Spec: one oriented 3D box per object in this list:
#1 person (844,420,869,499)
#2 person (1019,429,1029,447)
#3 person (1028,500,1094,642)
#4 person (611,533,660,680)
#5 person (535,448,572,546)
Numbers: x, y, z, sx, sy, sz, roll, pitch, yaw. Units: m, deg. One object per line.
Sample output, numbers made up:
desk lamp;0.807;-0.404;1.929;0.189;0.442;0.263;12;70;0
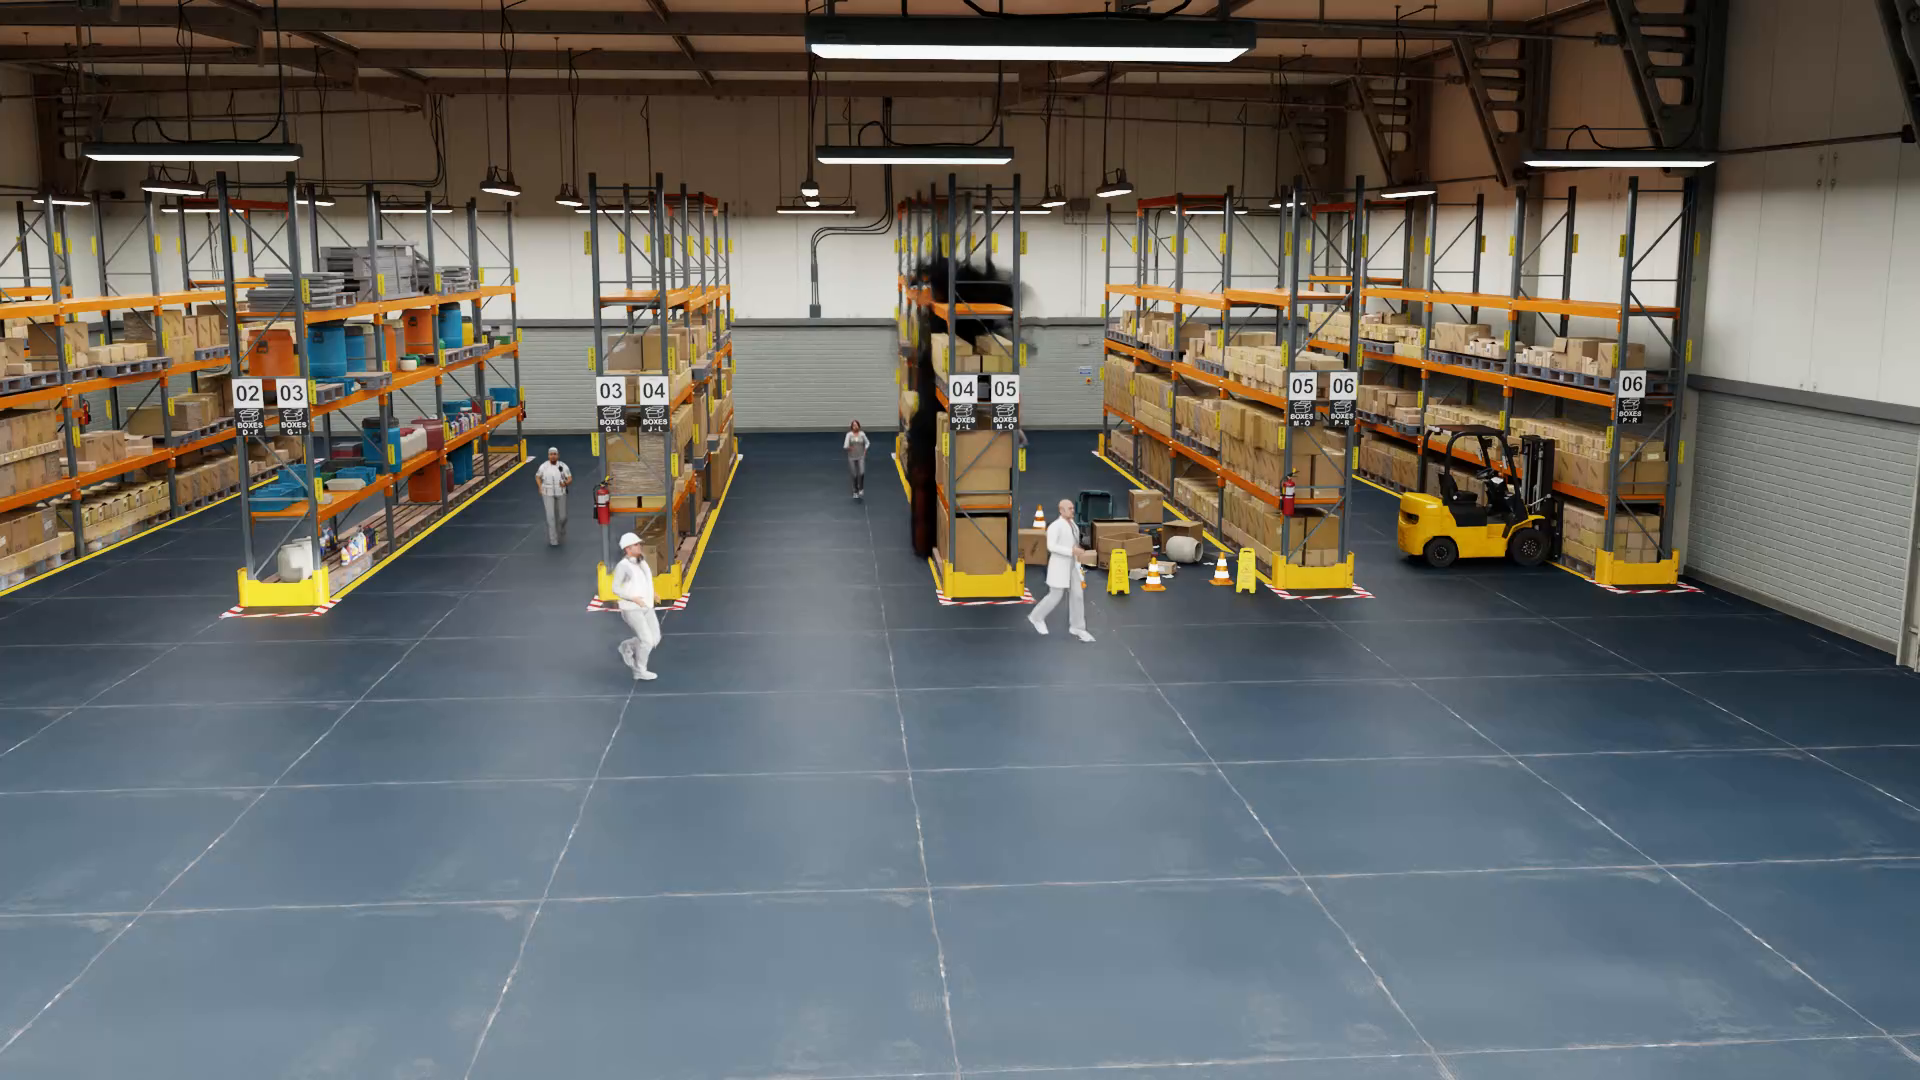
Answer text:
person;-2.054;-1.599;33.166;0.519;1.582;0.615;-1;10;-6
person;1.280;-3.067;41.273;0.852;1.765;0.611;-2;10;-10
person;1.316;0.376;21.430;0.934;1.821;0.733;7;12;36
person;-3.794;0.769;19.387;0.612;1.721;0.657;4;11;22
person;-6.905;-0.761;28.307;0.620;1.632;0.762;-3;10;-14
